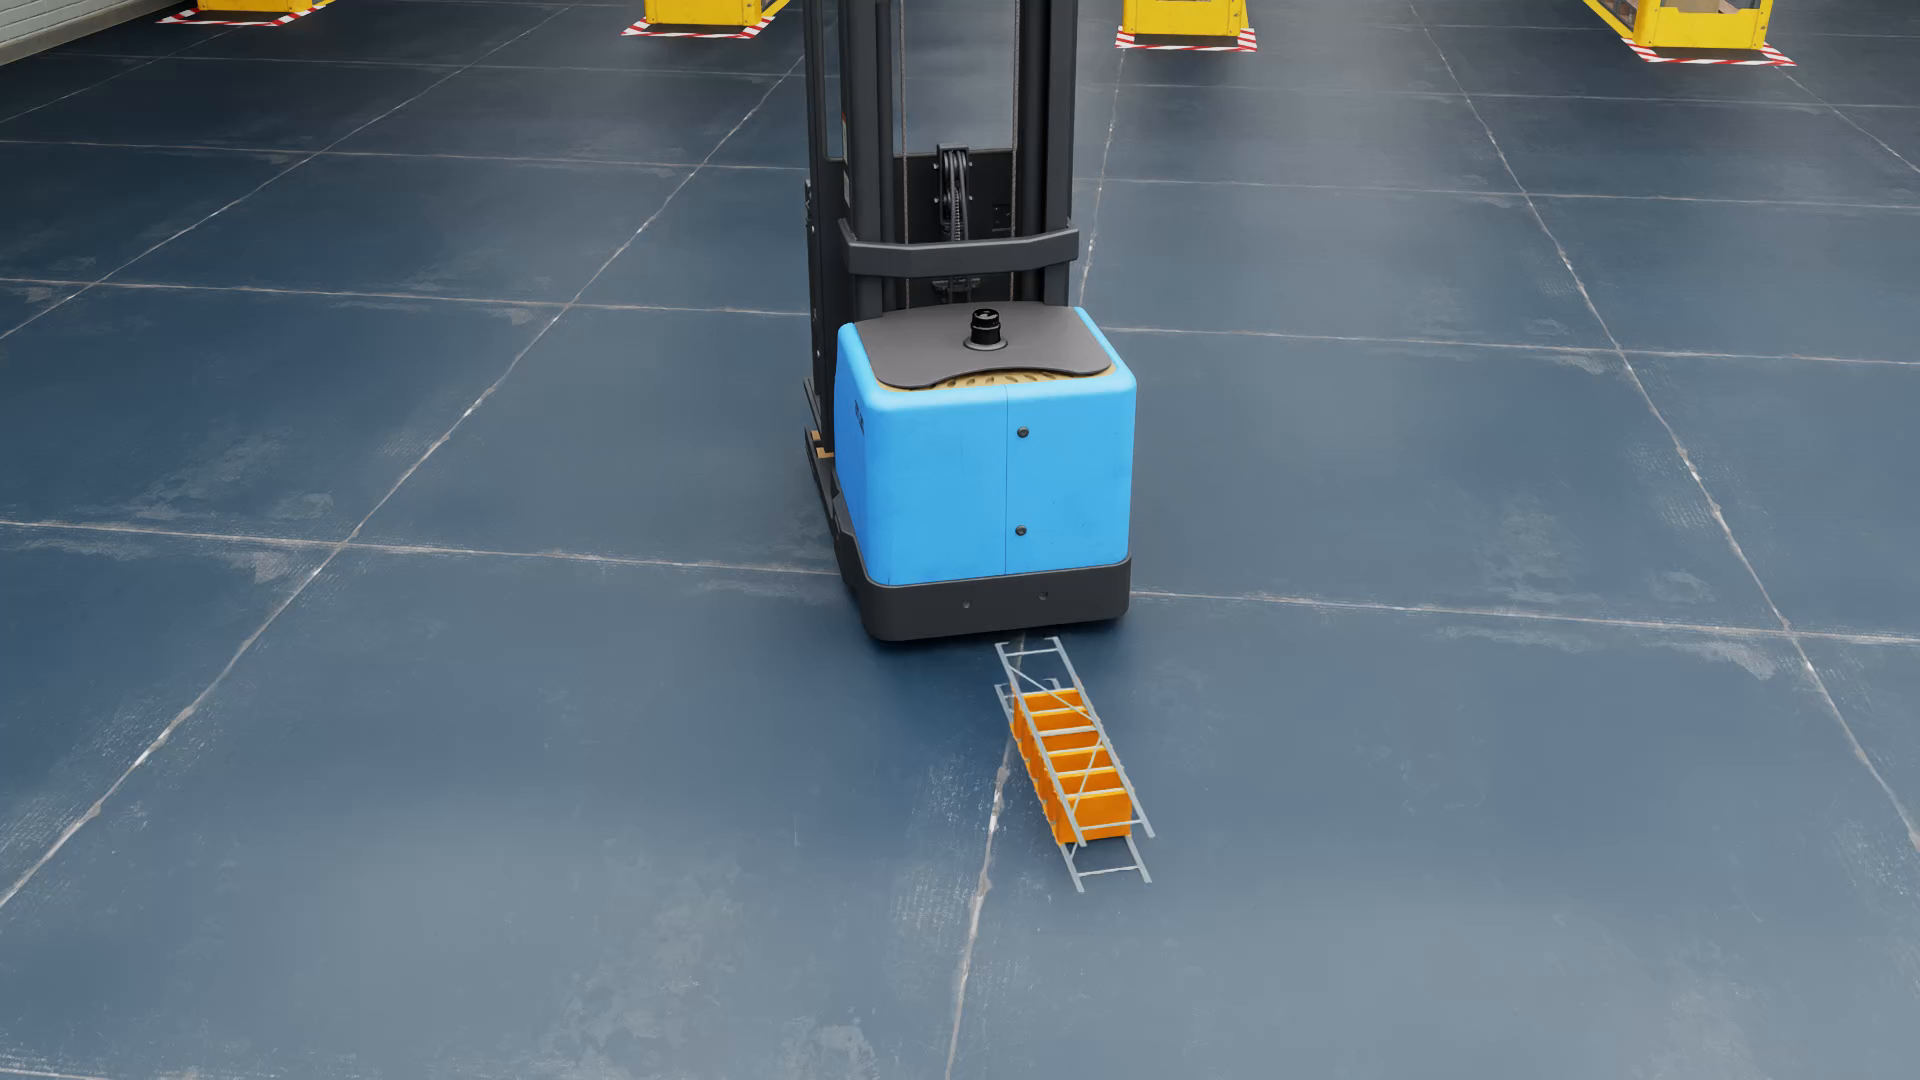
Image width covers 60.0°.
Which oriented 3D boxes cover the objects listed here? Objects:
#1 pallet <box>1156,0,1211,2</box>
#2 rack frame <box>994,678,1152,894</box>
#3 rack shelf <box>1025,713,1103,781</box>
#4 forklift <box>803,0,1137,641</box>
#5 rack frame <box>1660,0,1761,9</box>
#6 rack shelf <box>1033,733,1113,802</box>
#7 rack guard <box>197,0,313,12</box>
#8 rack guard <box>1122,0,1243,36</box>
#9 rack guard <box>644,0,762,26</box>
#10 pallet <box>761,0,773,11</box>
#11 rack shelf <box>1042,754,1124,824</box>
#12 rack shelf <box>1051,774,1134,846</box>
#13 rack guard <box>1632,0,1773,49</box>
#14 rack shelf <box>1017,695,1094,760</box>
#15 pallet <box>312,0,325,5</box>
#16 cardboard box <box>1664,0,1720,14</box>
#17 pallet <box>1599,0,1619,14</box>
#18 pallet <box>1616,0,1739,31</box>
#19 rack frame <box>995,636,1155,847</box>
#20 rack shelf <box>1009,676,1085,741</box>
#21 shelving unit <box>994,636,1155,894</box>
[{"bbox_3d":[2.336,-5.608,17.438,1.003,0.211,1.213,3,28,6],"label":"pallet"},{"bbox_3d":[0.366,0.813,5.731,0.240,0.006,1.200,-6,29,-10],"label":"rack frame"},{"bbox_3d":[0.357,0.711,5.726,0.258,0.180,0.103,-6,29,-10],"label":"rack shelf"},{"bbox_3d":[-0.123,-1.581,7.095,1.130,2.935,3.031,-5,29,-10],"label":"forklift"},{"bbox_3d":[7.184,-6.128,15.461,1.000,3.000,0.127,3,28,6],"label":"rack frame"},{"bbox_3d":[0.382,0.767,5.622,0.258,0.180,0.103,-6,29,-10],"label":"rack shelf"},{"bbox_3d":[-7.555,-5.927,17.724,1.175,0.500,0.348,3,28,6],"label":"rack guard"},{"bbox_3d":[2.231,-5.354,16.660,1.175,0.500,0.348,3,28,6],"label":"rack guard"},{"bbox_3d":[-2.650,-5.593,17.105,1.175,0.500,0.348,3,28,6],"label":"rack guard"},{"bbox_3d":[-2.595,-5.840,17.867,1.003,0.211,1.213,3,28,6],"label":"pallet"},{"bbox_3d":[0.406,0.823,5.519,0.258,0.180,0.103,-6,29,-10],"label":"rack shelf"},{"bbox_3d":[0.430,0.879,5.415,0.258,0.180,0.103,-6,29,-10],"label":"rack shelf"},{"bbox_3d":[7.193,-5.063,16.121,1.175,0.500,0.348,3,28,6],"label":"rack guard"},{"bbox_3d":[0.333,0.656,5.829,0.258,0.180,0.103,-6,29,-10],"label":"rack shelf"},{"bbox_3d":[-7.420,-6.180,18.498,1.003,0.211,1.213,3,28,6],"label":"pallet"},{"bbox_3d":[7.277,-5.505,16.498,0.500,0.500,0.500,9,30,16],"label":"cardboard box"},{"bbox_3d":[7.480,-5.889,17.958,1.003,0.211,1.213,3,28,6],"label":"pallet"},{"bbox_3d":[7.328,-5.316,16.895,1.003,0.211,1.213,3,28,6],"label":"pallet"},{"bbox_3d":[0.366,0.651,5.644,0.240,0.006,1.200,-6,29,-10],"label":"rack frame"},{"bbox_3d":[0.309,0.600,5.932,0.258,0.180,0.103,-6,29,-10],"label":"rack shelf"},{"bbox_3d":[0.366,0.732,5.687,0.258,0.189,1.200,-6,29,-10],"label":"shelving unit"}]
